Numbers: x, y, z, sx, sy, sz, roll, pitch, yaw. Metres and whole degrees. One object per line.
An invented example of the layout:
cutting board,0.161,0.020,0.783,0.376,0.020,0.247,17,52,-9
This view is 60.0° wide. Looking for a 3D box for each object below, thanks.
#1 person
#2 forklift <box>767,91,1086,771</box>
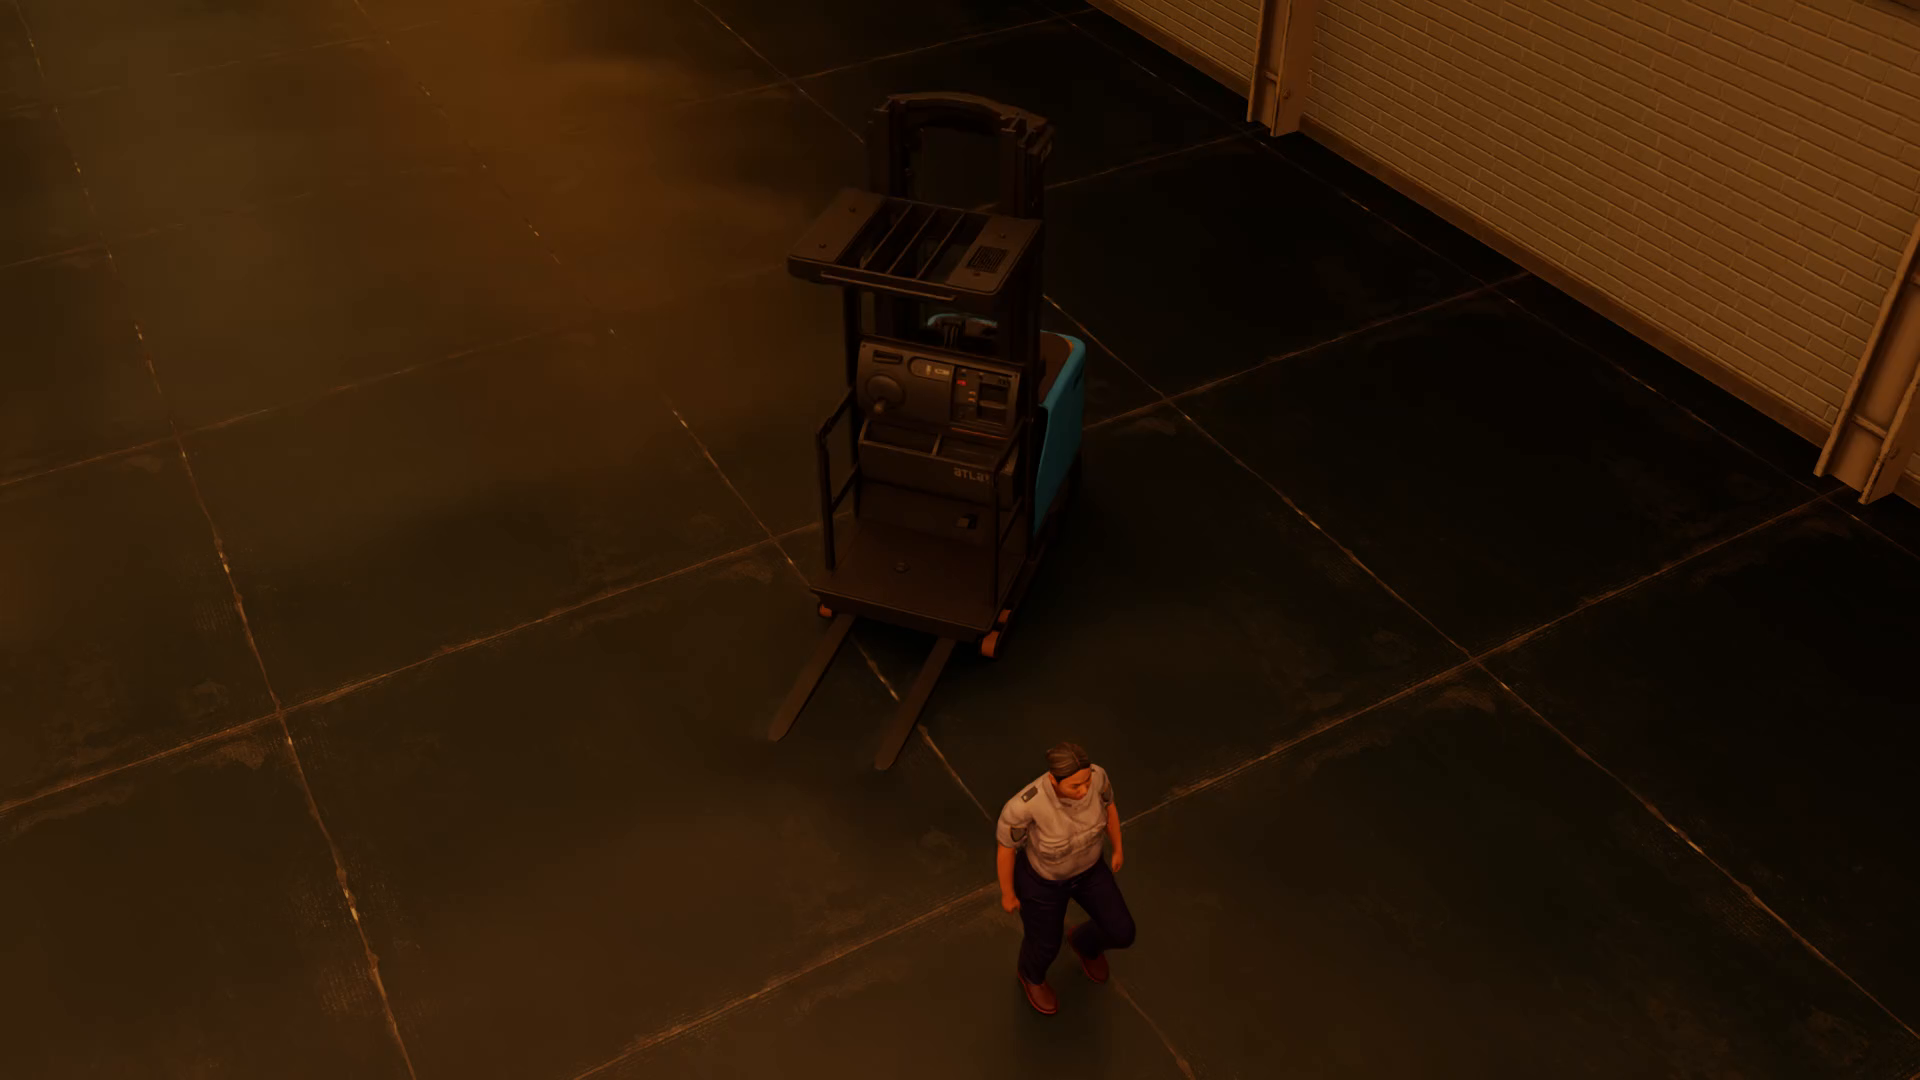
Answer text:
person,0.479,1.496,7.260,0.596,1.637,0.465,-21,44,-24
forklift,-0.192,-0.751,8.941,1.130,2.935,3.031,13,41,15
